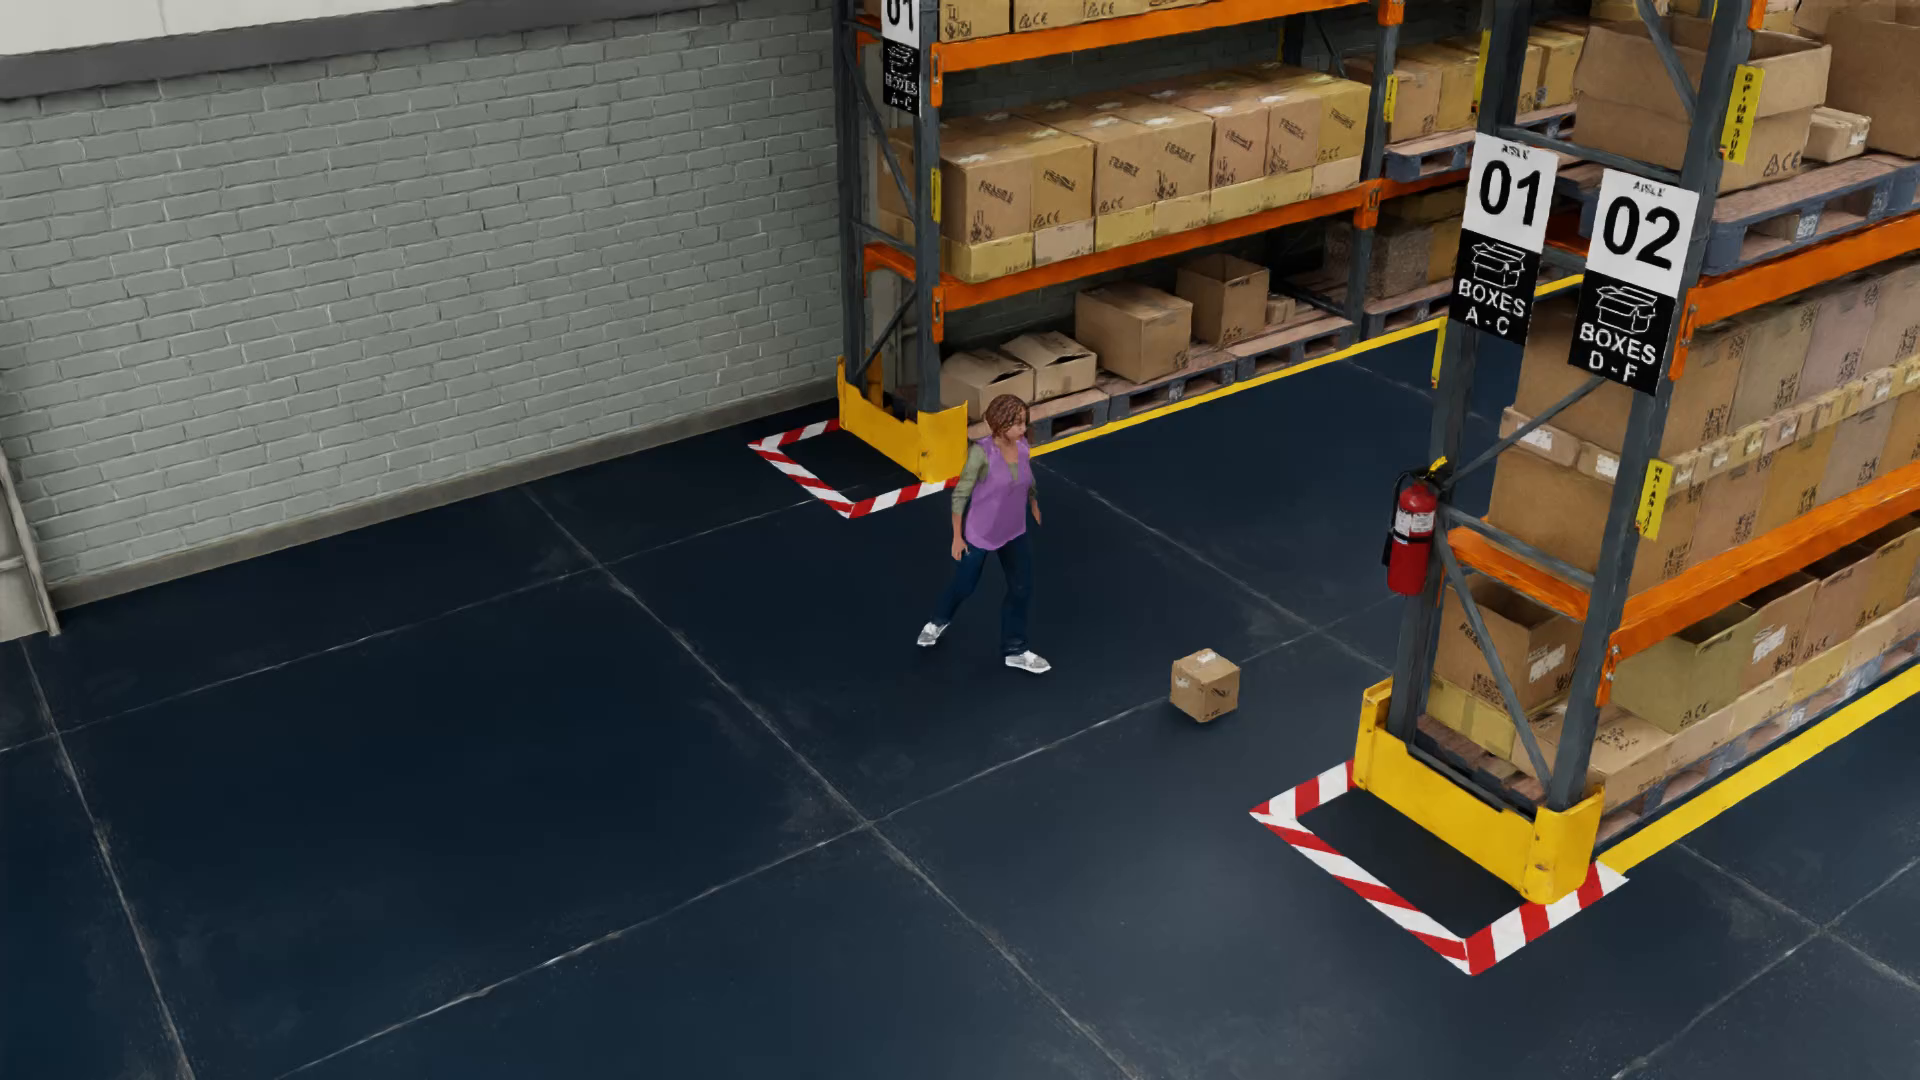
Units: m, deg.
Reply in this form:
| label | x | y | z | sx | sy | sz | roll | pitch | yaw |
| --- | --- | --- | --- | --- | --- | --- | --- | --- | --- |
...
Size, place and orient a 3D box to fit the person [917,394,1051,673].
| label | x | y | z | sx | sy | sz | roll | pitch | yaw |
| --- | --- | --- | --- | --- | --- | --- | --- | --- | --- |
| person | 0.189 | -0.068 | 8.767 | 0.684 | 1.566 | 0.708 | -22 | 36 | -34 |
